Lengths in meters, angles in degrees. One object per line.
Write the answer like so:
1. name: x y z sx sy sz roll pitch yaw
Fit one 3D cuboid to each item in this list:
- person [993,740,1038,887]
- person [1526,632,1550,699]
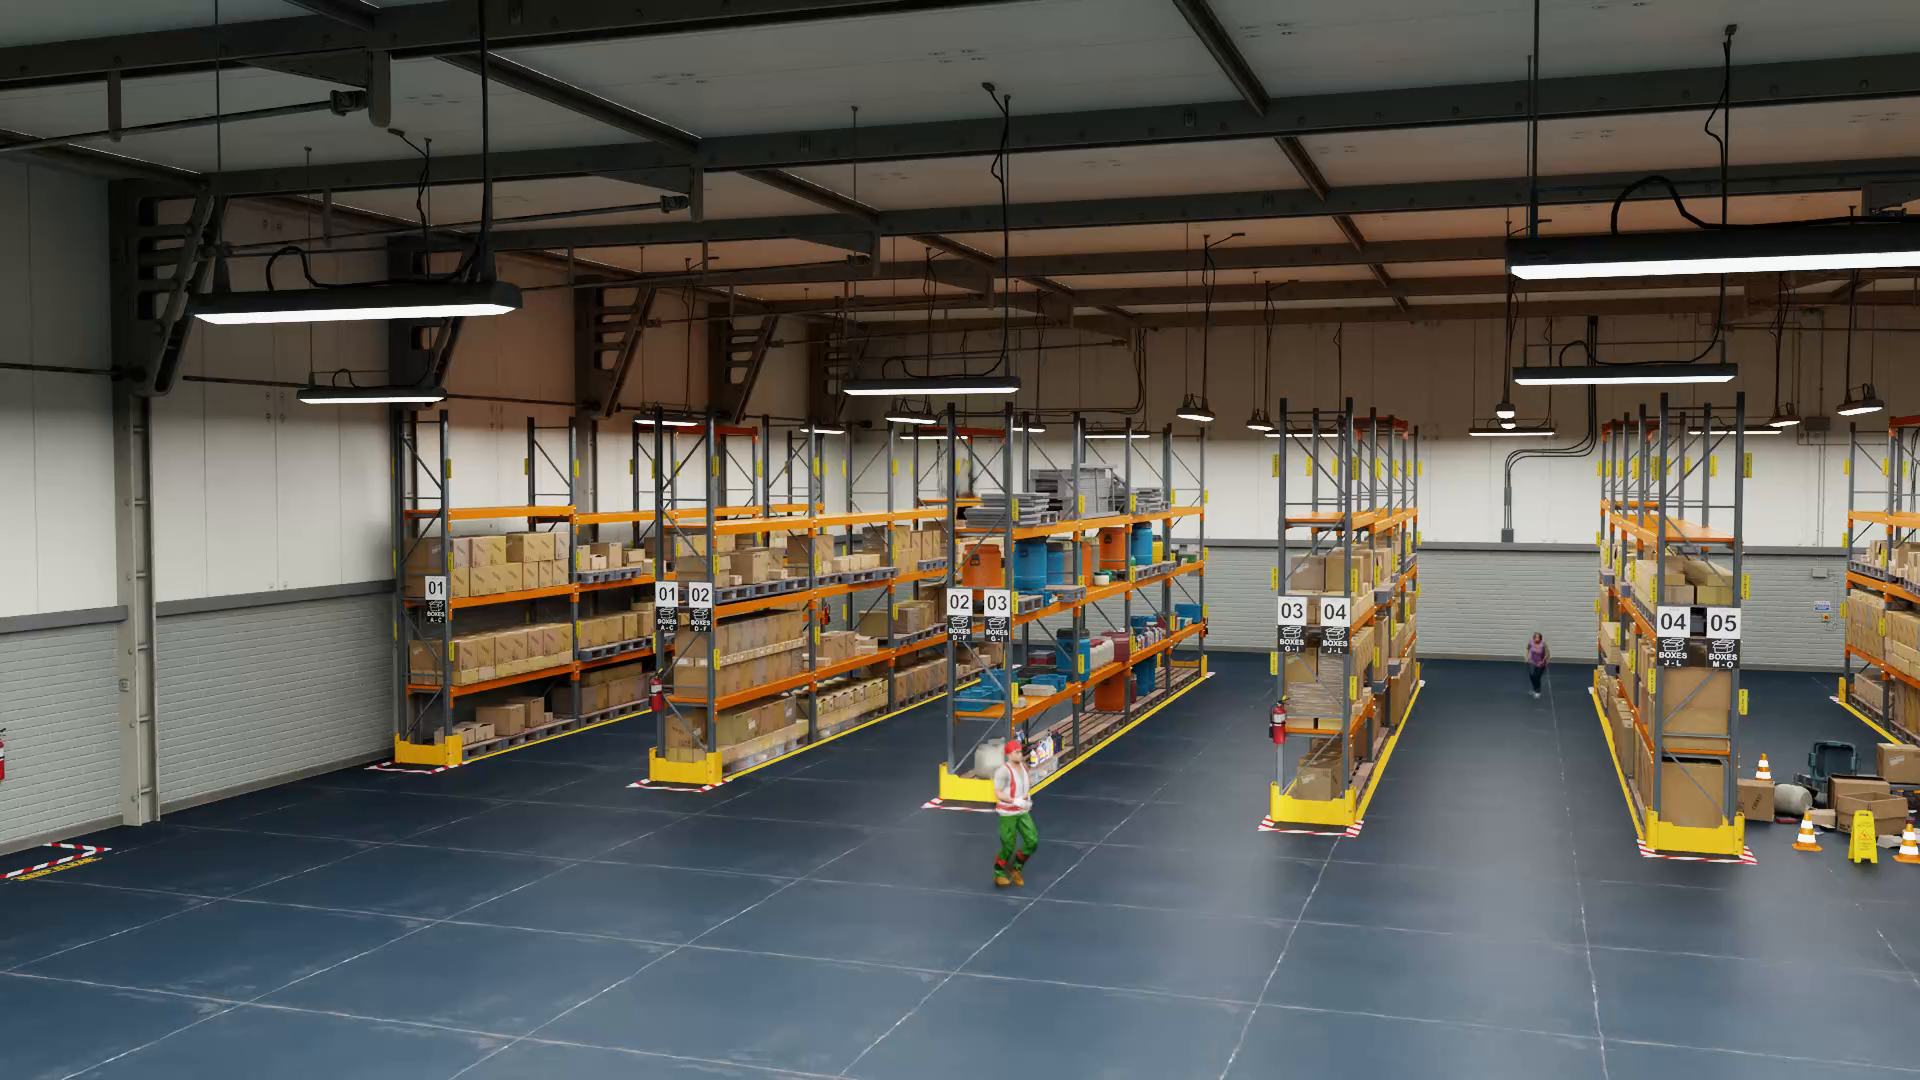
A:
1. person: 0.684 3.270 19.793 0.686 1.785 0.676 -2 3 -43
2. person: 12.678 2.708 36.419 0.526 1.470 0.904 1 3 29
